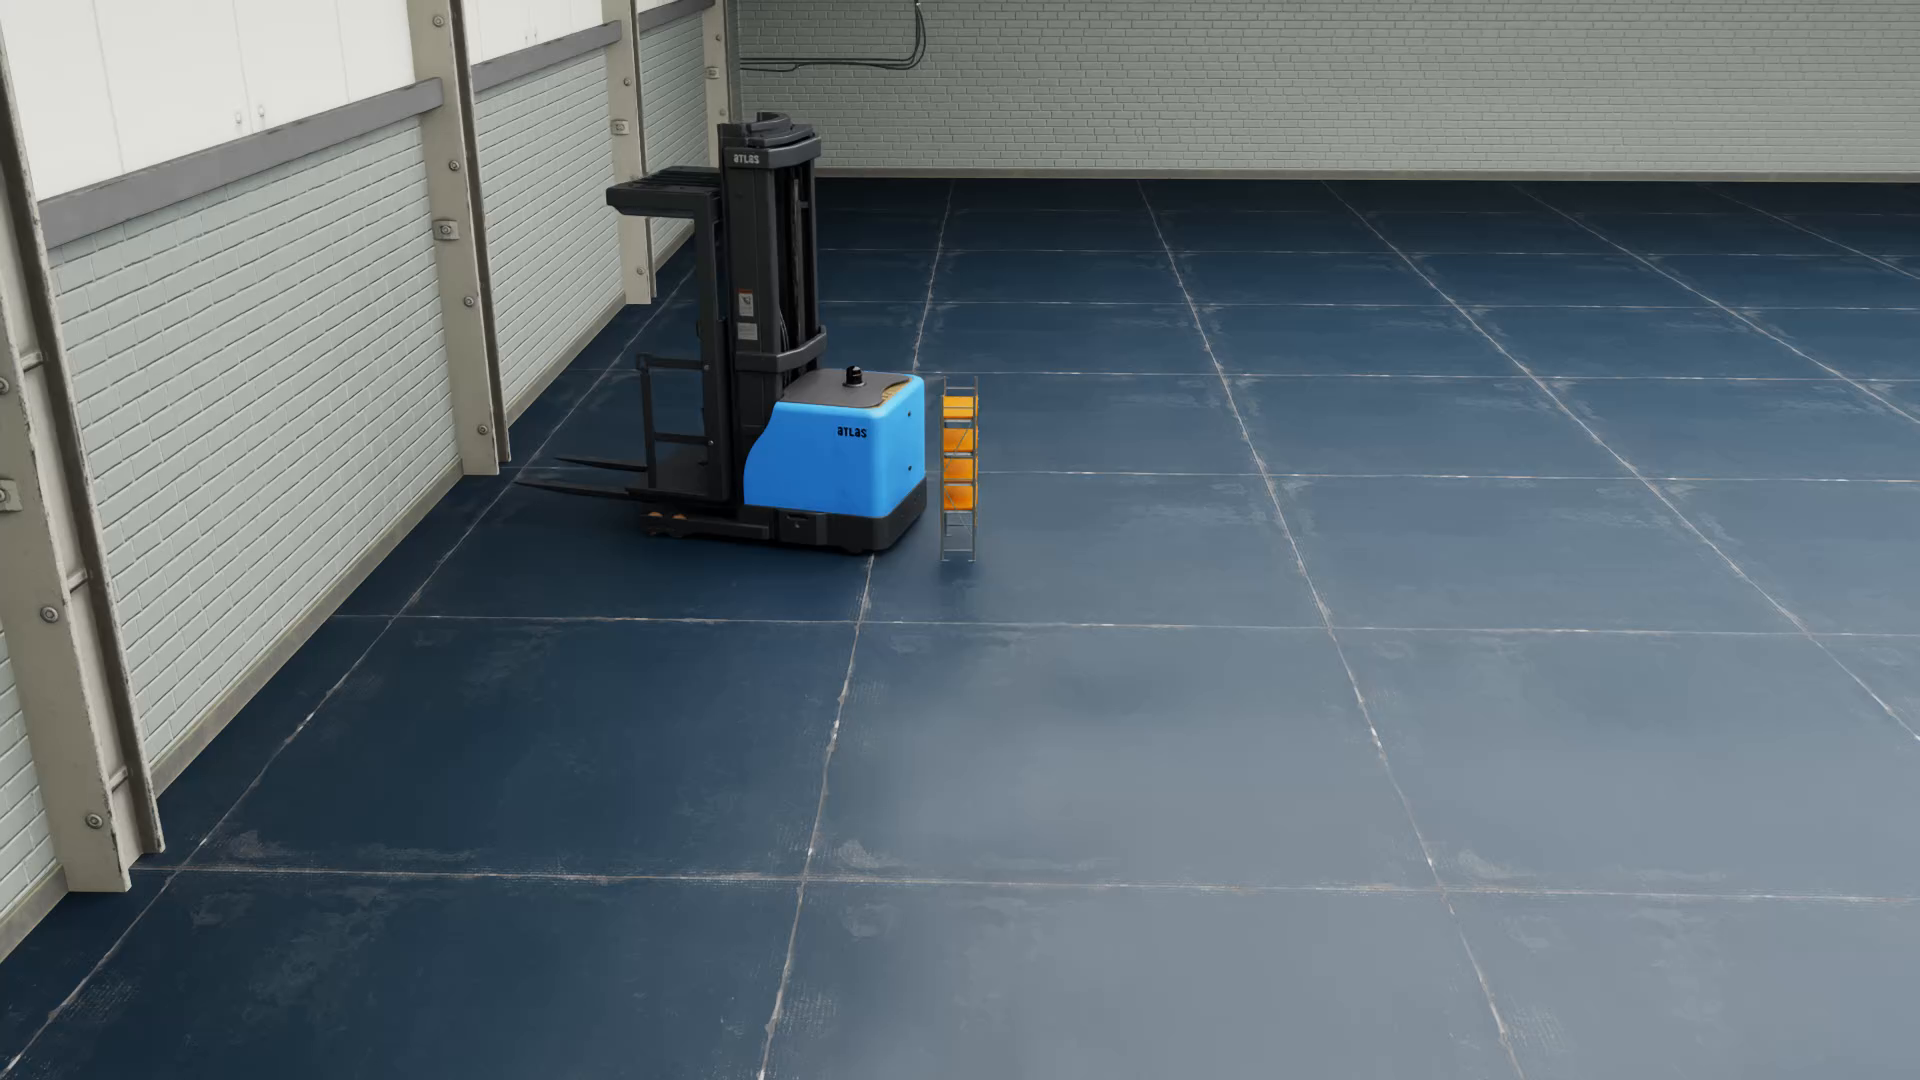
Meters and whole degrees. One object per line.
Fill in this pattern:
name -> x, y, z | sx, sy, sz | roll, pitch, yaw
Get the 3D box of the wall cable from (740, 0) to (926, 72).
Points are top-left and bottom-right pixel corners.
wall cable -> -2.092, -8.732, 26.386 | 3.097, 2.526, 0.112 | 1, 21, 2

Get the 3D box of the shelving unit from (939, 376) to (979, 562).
shelving unit -> -0.005, -0.500, 11.658 | 0.258, 1.200, 0.503 | 1, 21, 2

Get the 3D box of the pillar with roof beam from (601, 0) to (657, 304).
pillar with roof beam -> 0.617, -6.912, 17.404 | 9.100, 9.000, 0.400 | 1, 21, 2

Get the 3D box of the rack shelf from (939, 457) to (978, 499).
rack shelf -> -0.005, -0.437, 11.682 | 0.258, 0.148, 0.480 | 1, 21, 2

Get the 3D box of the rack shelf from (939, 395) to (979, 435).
rack shelf -> -0.005, -0.866, 11.515 | 0.258, 0.148, 0.480 | 1, 21, 2

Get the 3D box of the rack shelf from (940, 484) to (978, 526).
rack shelf -> -0.005, -0.252, 11.754 | 0.258, 0.148, 0.480 | 1, 21, 2

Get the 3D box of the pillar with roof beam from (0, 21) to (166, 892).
pillar with roof beam -> 0.252, -2.574, 6.221 | 9.100, 9.000, 0.400 | 1, 21, 2

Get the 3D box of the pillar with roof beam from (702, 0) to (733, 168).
pillar with roof beam -> 0.799, -9.082, 22.995 | 9.100, 9.000, 0.400 | 1, 21, 2

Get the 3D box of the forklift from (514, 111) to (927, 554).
forklift -> -1.823, -1.556, 11.988 | 3.031, 2.935, 1.130 | 6, 22, 15

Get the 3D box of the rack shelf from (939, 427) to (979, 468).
rack shelf -> -0.005, -0.645, 11.601 | 0.258, 0.148, 0.480 | 1, 21, 2

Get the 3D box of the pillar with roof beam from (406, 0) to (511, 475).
pillar with roof beam -> 0.434, -4.743, 11.813 | 9.100, 9.000, 0.400 | 1, 21, 2

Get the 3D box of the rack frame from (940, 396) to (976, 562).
rack frame -> -0.012, -0.411, 11.430 | 0.240, 1.200, 0.015 | 1, 21, 2

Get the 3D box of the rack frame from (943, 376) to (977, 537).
rack frame -> 0.002, -0.588, 11.885 | 0.240, 1.200, 0.015 | 1, 21, 2
